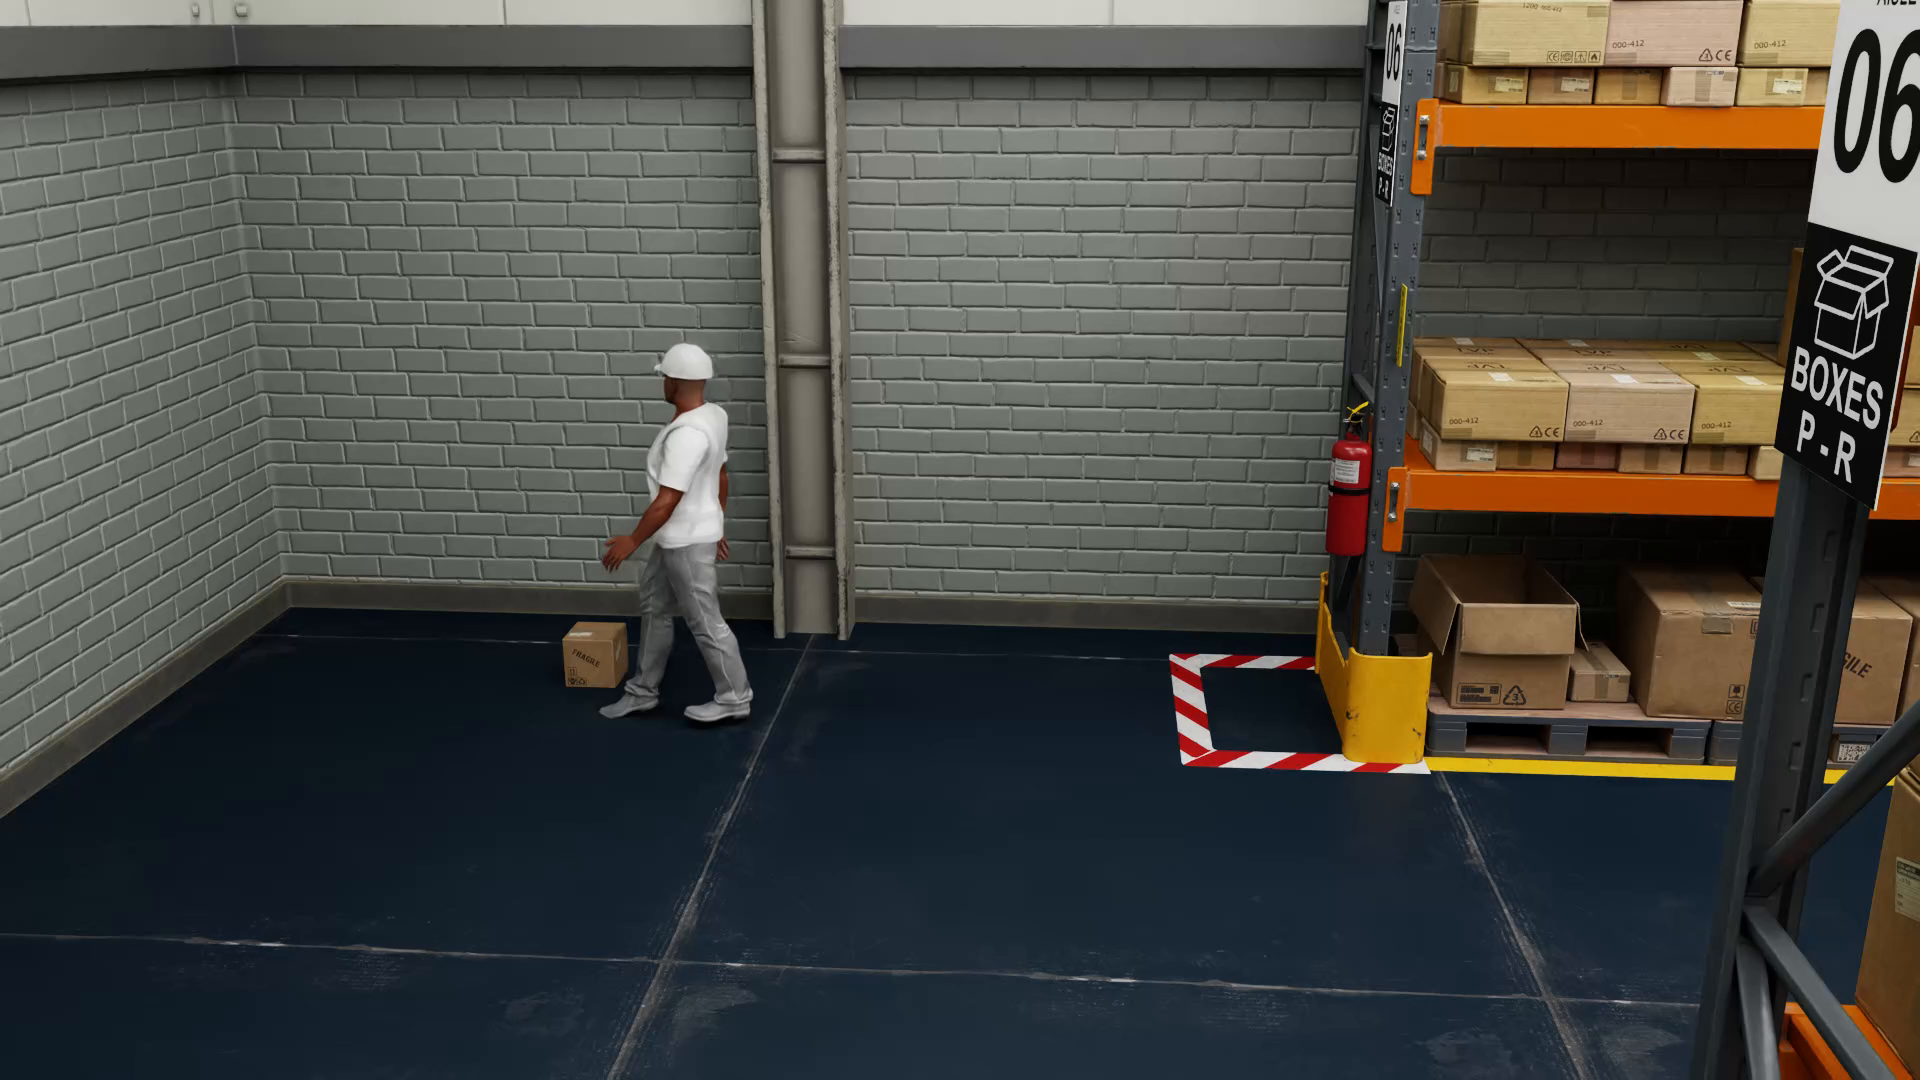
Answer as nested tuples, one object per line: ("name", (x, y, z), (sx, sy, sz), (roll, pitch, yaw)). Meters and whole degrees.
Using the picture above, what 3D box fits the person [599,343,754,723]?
("person", (-1.330, 0.008, 7.503), (0.738, 1.795, 0.593), (-1, 17, -4))
